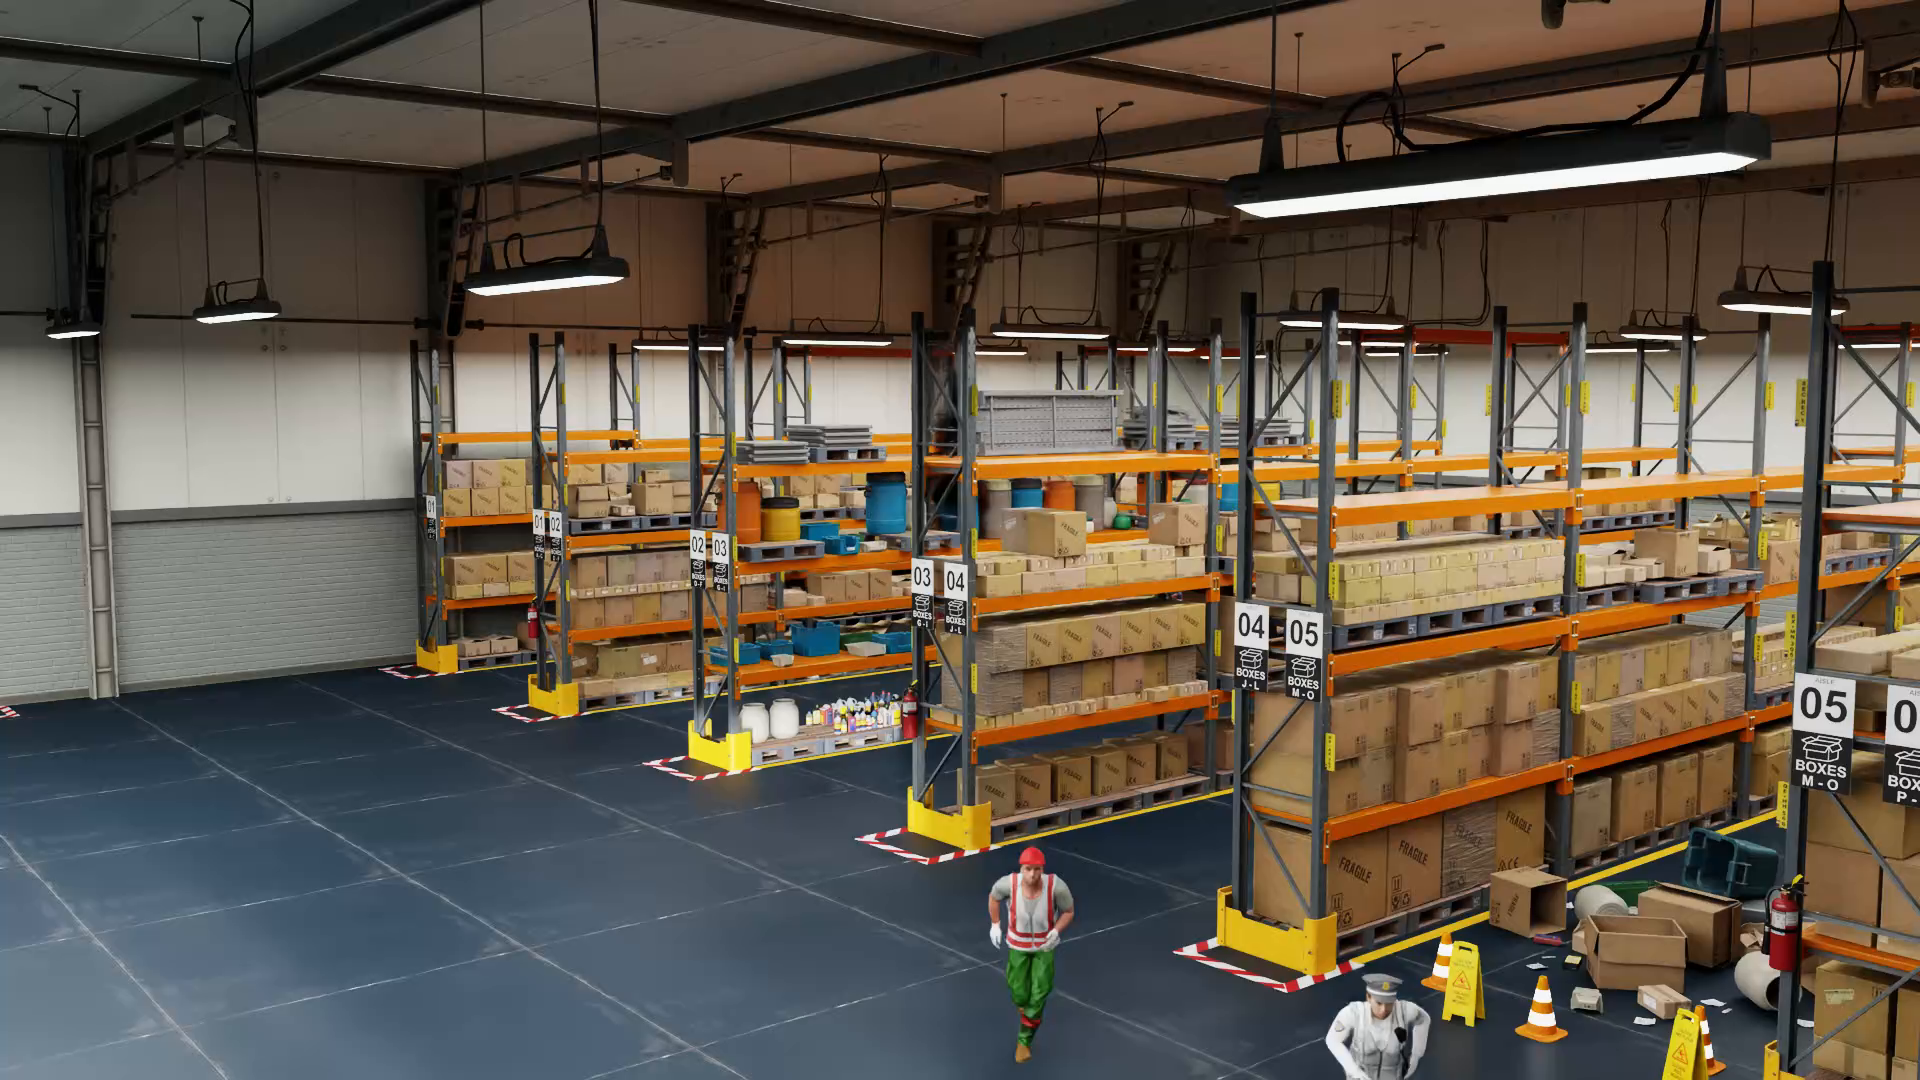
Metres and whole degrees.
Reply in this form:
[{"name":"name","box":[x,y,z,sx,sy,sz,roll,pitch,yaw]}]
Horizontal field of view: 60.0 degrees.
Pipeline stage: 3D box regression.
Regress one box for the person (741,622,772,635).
[{"name":"person","box":[-3.852,1.358,31.675,0.658,1.784,0.950,4,7,39]}]

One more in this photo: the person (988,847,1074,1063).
[{"name":"person","box":[0.549,3.146,12.834,0.654,1.712,0.777,0,5,-1]}]

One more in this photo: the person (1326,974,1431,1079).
[{"name":"person","box":[2.622,3.421,10.532,0.654,1.627,0.979,0,5,4]}]
